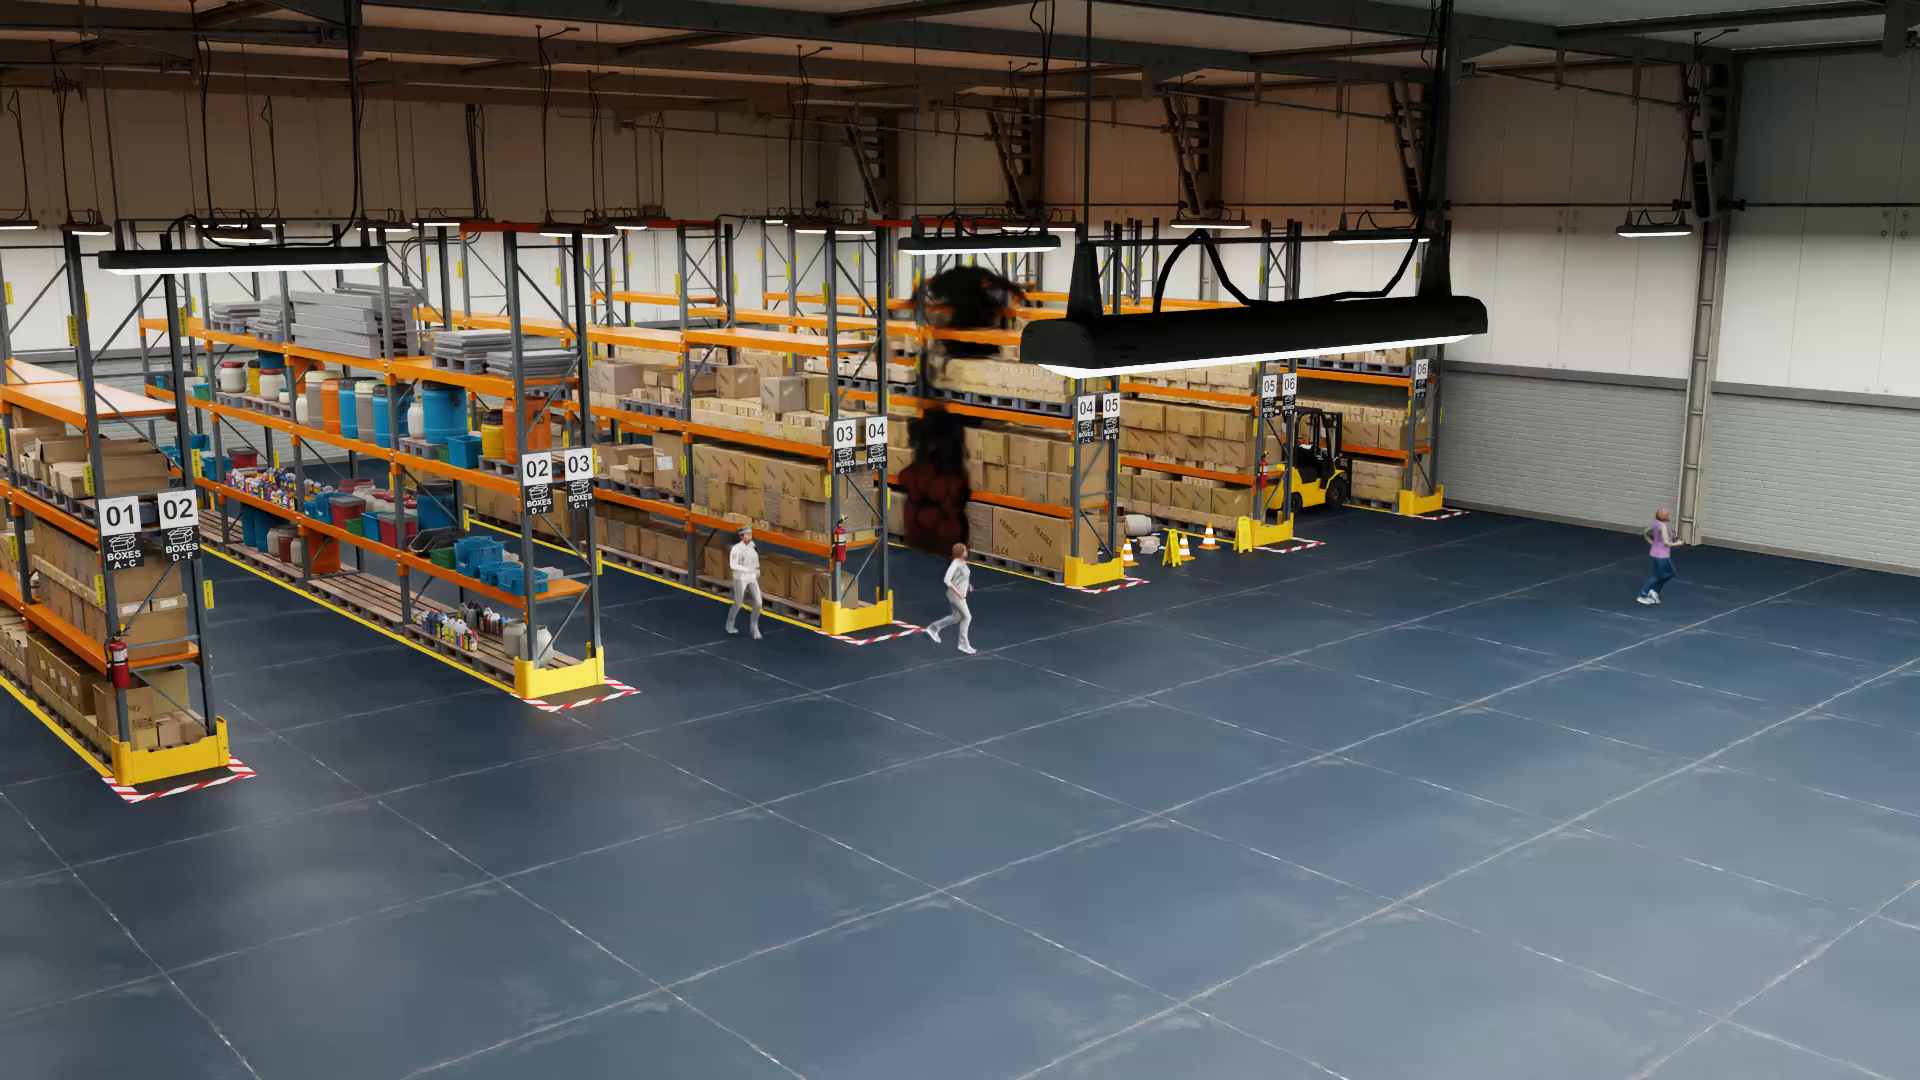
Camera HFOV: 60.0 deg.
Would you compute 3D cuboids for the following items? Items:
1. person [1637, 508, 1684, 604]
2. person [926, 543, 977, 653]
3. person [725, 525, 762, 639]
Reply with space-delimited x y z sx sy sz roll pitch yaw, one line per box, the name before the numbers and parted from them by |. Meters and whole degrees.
person | 11.184 0.260 26.520 0.644 1.578 0.510 2 12 12
person | -0.123 0.821 23.805 0.733 1.610 0.537 2 12 8
person | -3.159 0.623 24.584 0.716 1.757 0.640 11 16 44
